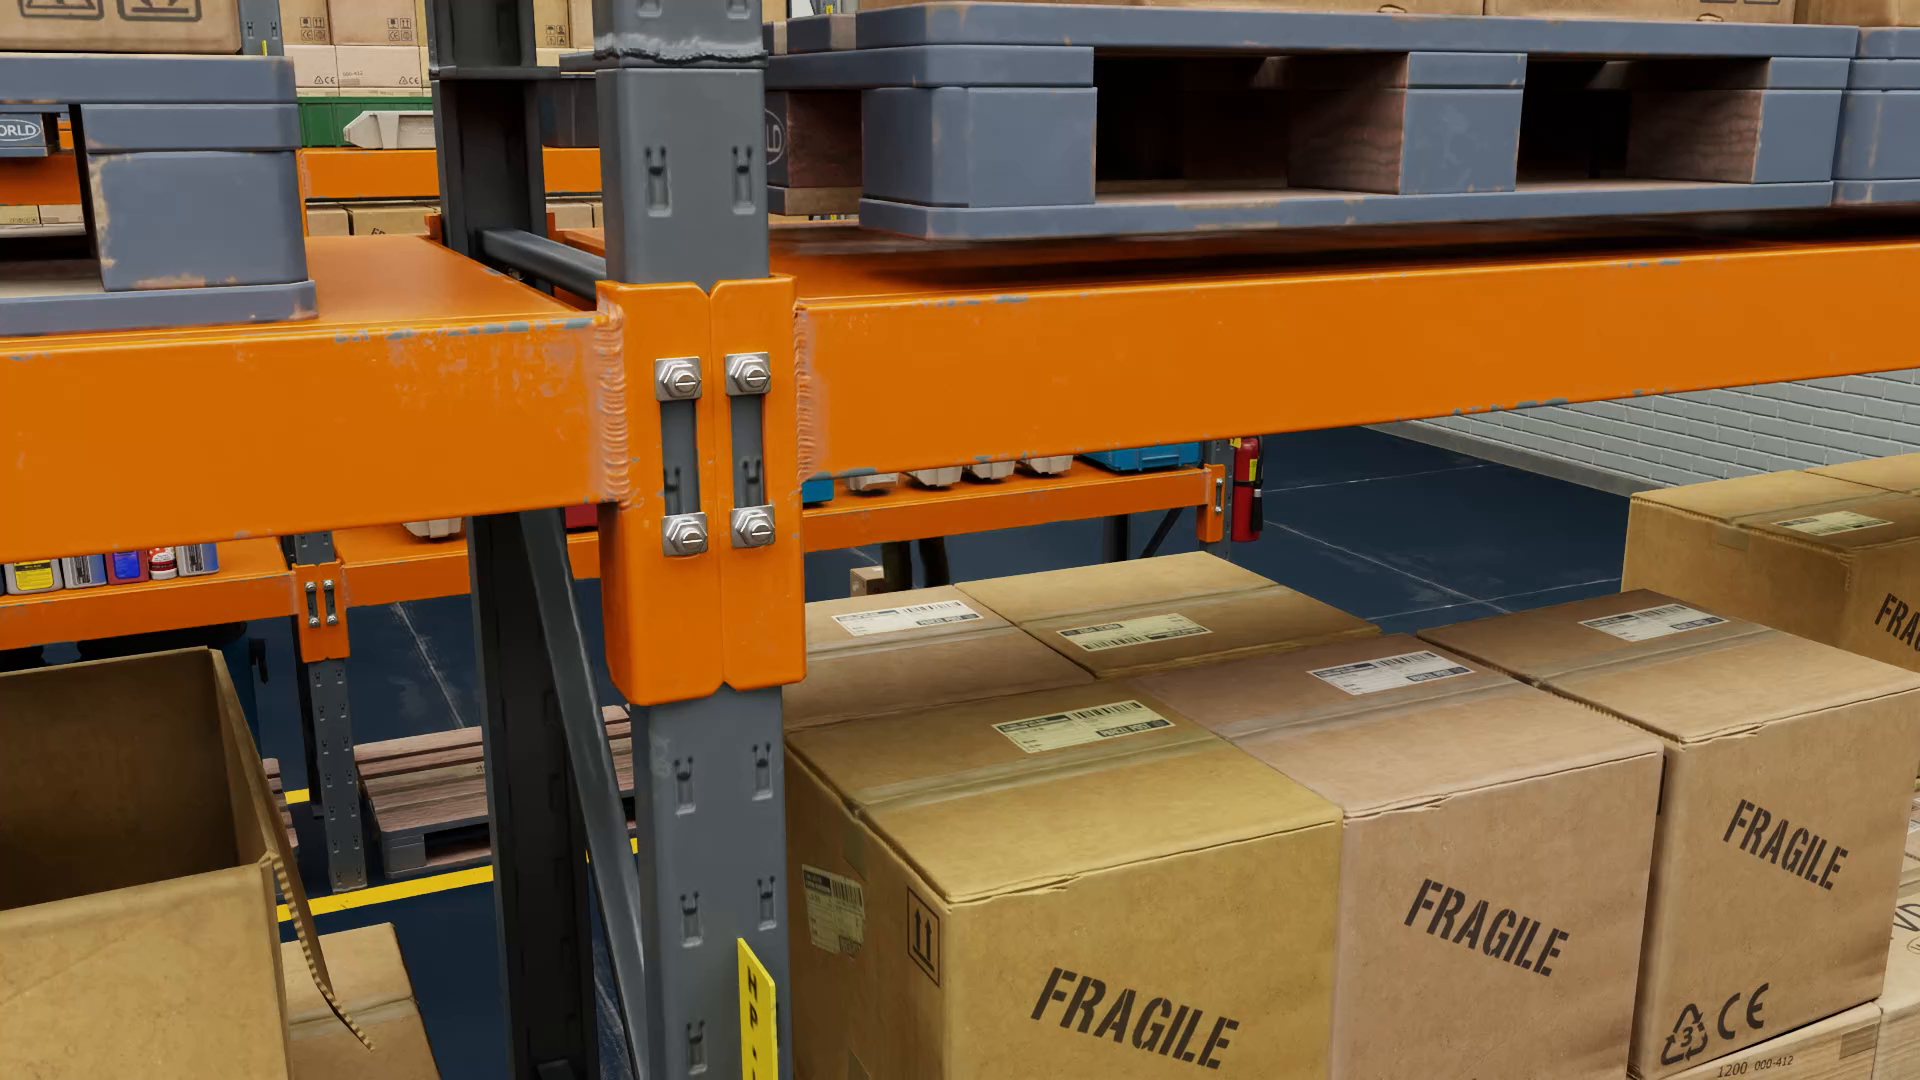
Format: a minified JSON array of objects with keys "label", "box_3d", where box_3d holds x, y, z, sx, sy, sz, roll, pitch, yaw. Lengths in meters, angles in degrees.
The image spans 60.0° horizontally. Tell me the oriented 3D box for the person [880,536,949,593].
[{"label":"person","box_3d":[-0.289,-0.317,9.366,0.565,1.788,0.410,-7,16,-24]}]
